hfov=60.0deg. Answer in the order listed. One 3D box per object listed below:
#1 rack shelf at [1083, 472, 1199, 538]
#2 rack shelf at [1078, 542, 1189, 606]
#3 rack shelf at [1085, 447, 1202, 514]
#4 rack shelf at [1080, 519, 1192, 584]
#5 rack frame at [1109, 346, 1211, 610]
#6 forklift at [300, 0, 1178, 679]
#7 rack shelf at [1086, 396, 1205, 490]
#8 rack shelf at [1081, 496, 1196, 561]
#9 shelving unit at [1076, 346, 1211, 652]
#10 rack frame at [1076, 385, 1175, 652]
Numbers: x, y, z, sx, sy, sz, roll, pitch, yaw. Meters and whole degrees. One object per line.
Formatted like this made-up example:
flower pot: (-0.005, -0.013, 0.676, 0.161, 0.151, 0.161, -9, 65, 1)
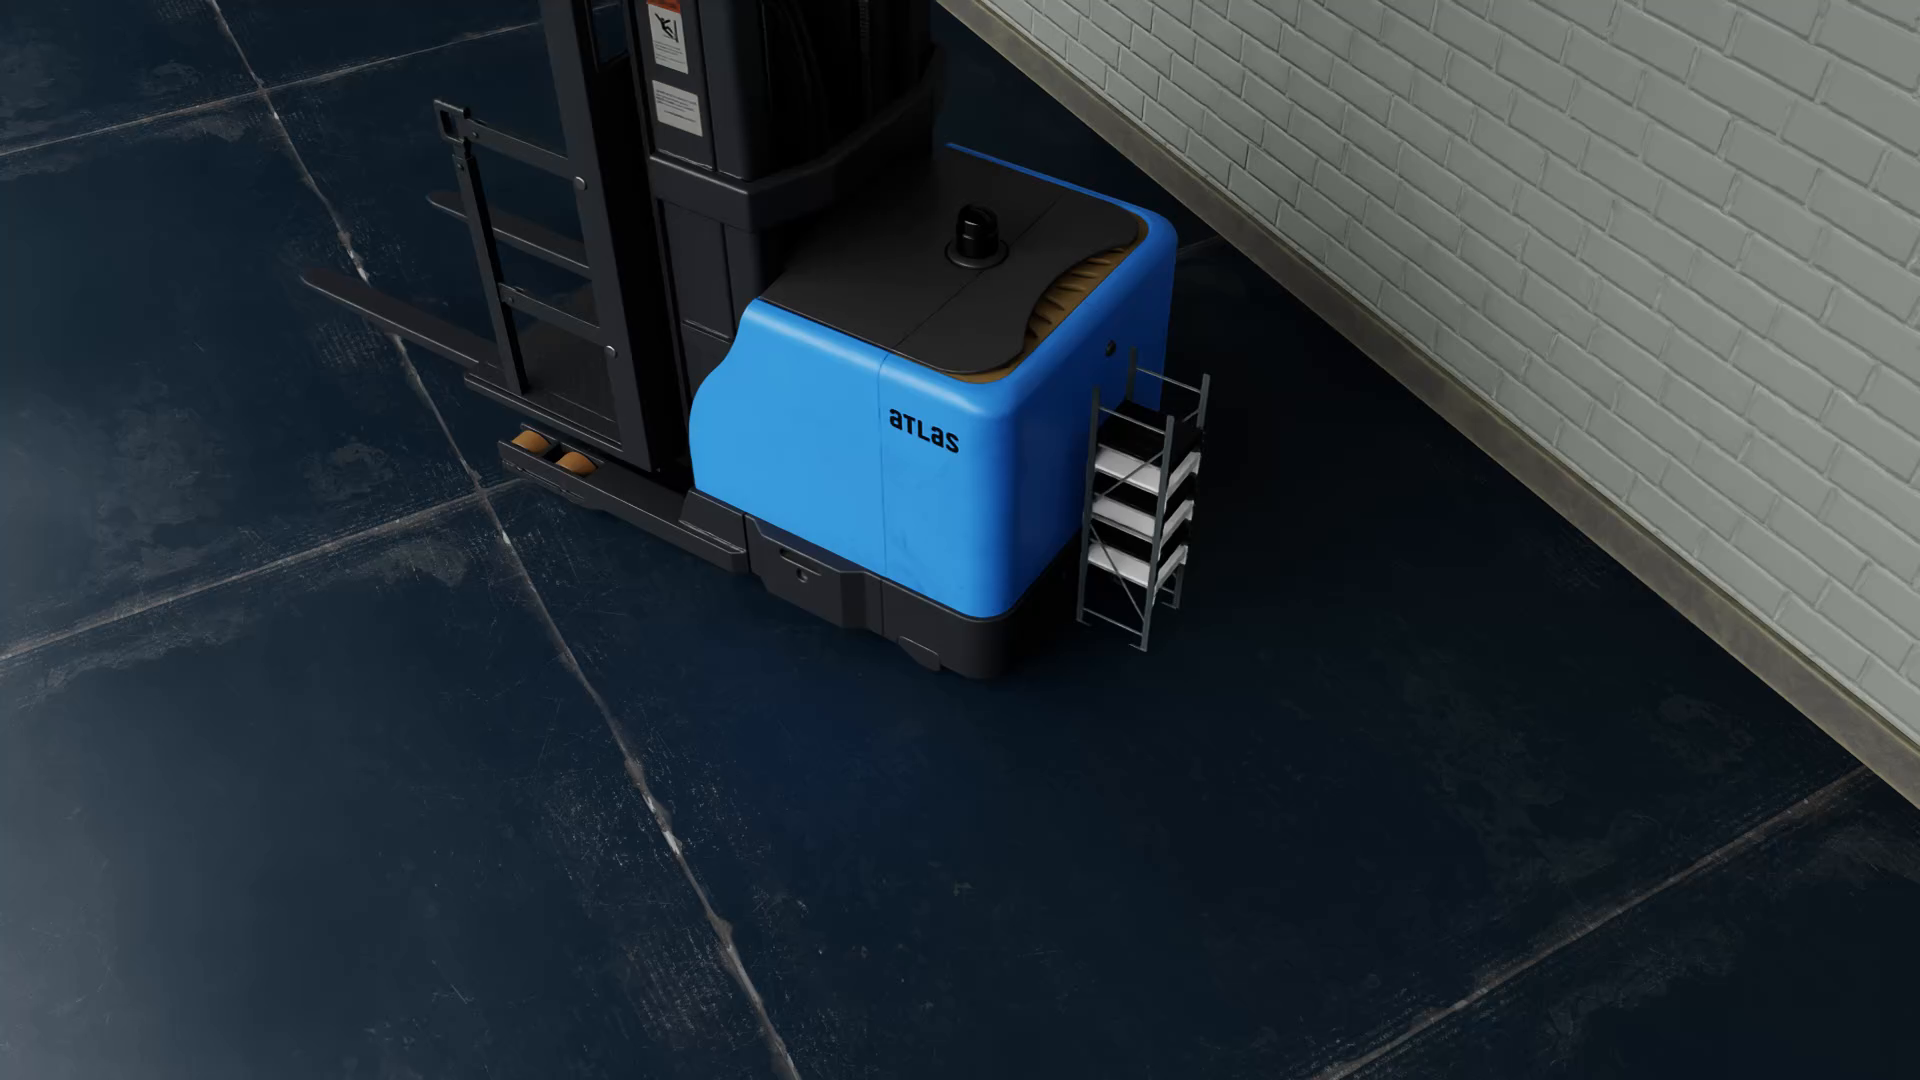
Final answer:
rack shelf: (0.507, -0.138, 4.664, 0.258, 0.077, 0.200, 24, 49, 23)
rack shelf: (0.506, 0.056, 4.852, 0.258, 0.077, 0.200, 24, 49, 23)
rack shelf: (0.507, -0.202, 4.601, 0.258, 0.077, 0.200, 24, 49, 23)
rack shelf: (0.506, -0.009, 4.789, 0.258, 0.077, 0.200, 24, 49, 23)
rack frame: (0.562, -0.157, 4.765, 0.240, 0.900, 0.006, 24, 49, 23)
forklift: (-0.892, -1.453, 4.642, 3.031, 2.935, 1.130, 24, 49, 23)
rack shelf: (0.507, -0.267, 4.538, 0.258, 0.077, 0.200, 24, 49, 23)
rack shelf: (0.507, -0.073, 4.727, 0.258, 0.077, 0.200, 24, 49, 23)
shelving unit: (0.507, -0.097, 4.703, 0.258, 0.900, 0.210, 24, 49, 23)
rack frame: (0.451, -0.037, 4.642, 0.240, 0.900, 0.006, 24, 49, 23)
